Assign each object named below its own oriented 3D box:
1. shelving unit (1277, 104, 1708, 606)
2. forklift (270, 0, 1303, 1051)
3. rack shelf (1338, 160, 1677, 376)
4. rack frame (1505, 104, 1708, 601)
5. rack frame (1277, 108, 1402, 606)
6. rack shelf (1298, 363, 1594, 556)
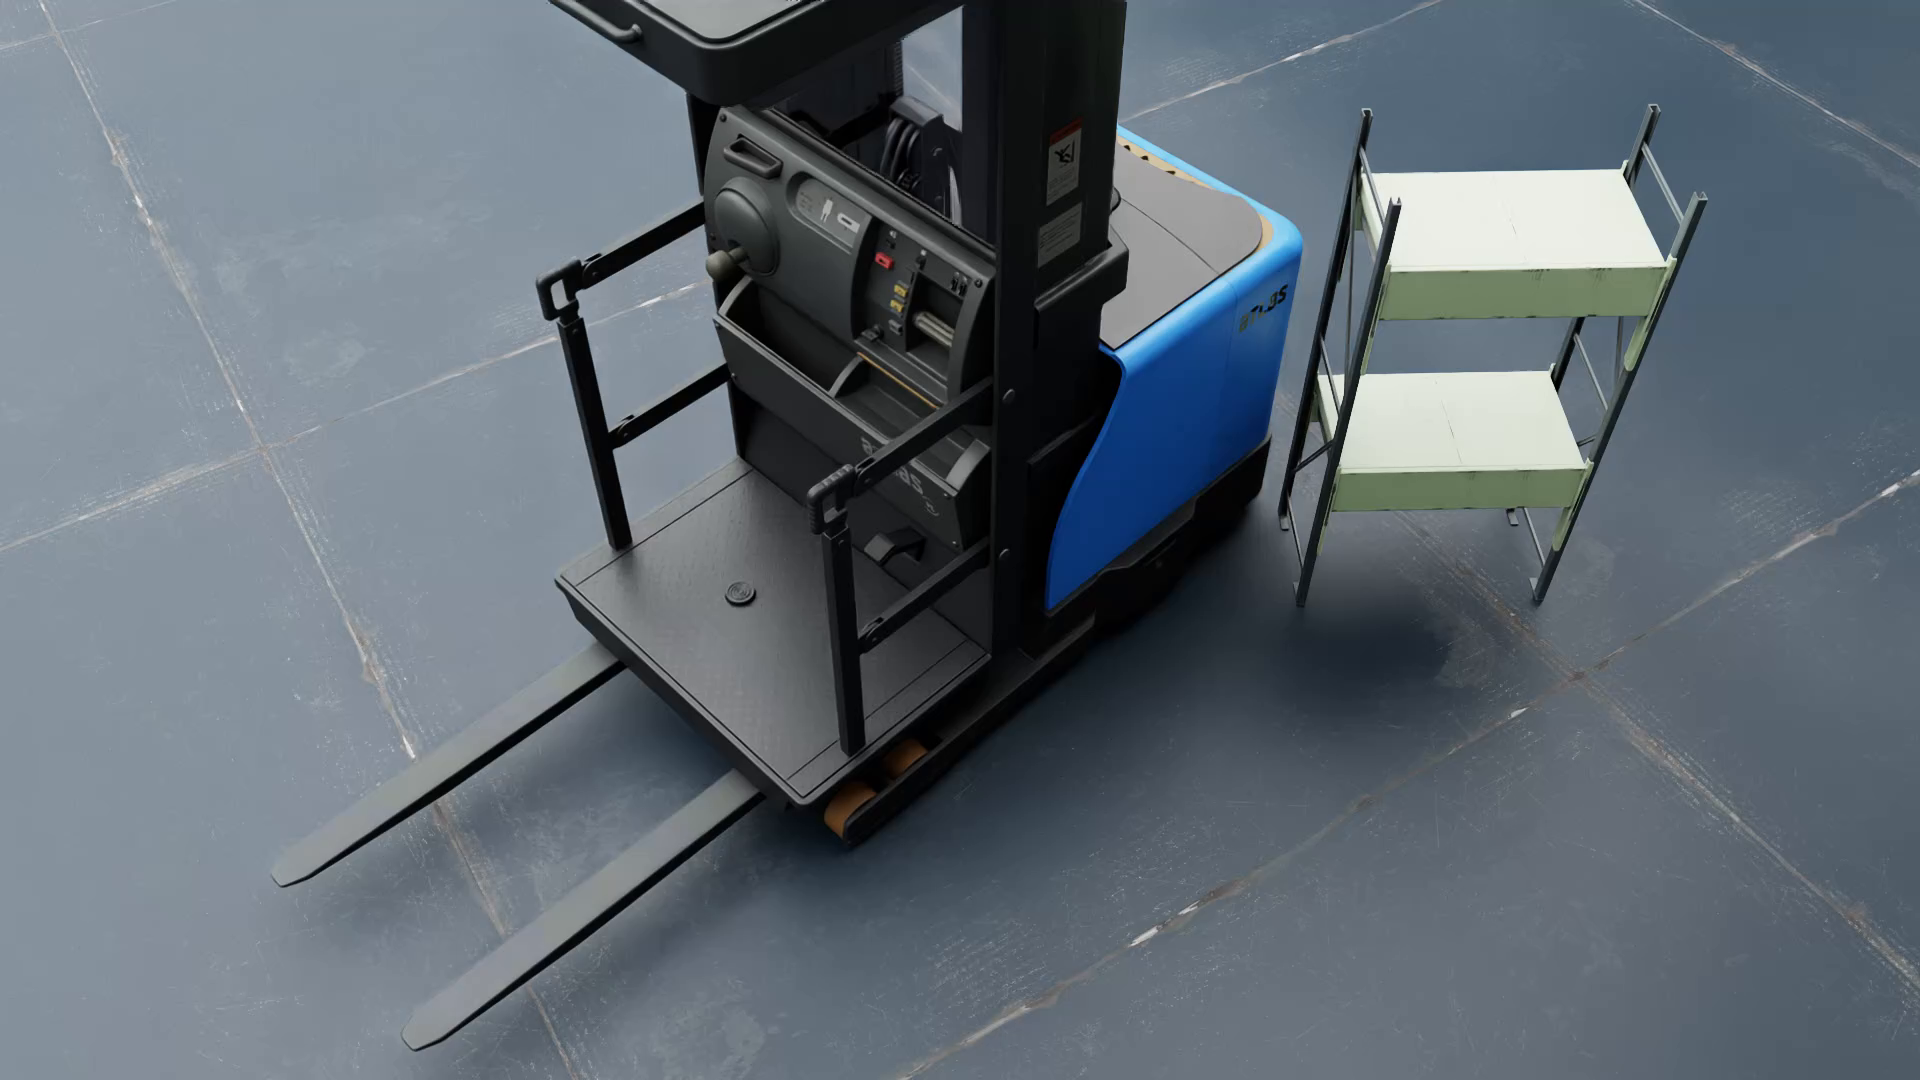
[{"bbox_3d":[1.401,-0.453,4.649,0.755,1.500,0.431,-1,48,-1],"label":"shelving unit"},{"bbox_3d":[-0.435,-0.602,3.823,3.031,2.935,1.130,-36,58,-28],"label":"forklift"},{"bbox_3d":[1.401,-0.713,4.358,0.720,0.370,0.431,-1,48,-1],"label":"rack shelf"},{"bbox_3d":[1.767,-0.461,4.656,0.023,1.500,0.400,-1,48,-1],"label":"rack frame"},{"bbox_3d":[1.035,-0.446,4.643,0.023,1.500,0.400,-1,48,-1],"label":"rack frame"},{"bbox_3d":[1.401,-0.237,4.893,0.720,0.370,0.431,-1,48,-1],"label":"rack shelf"}]
